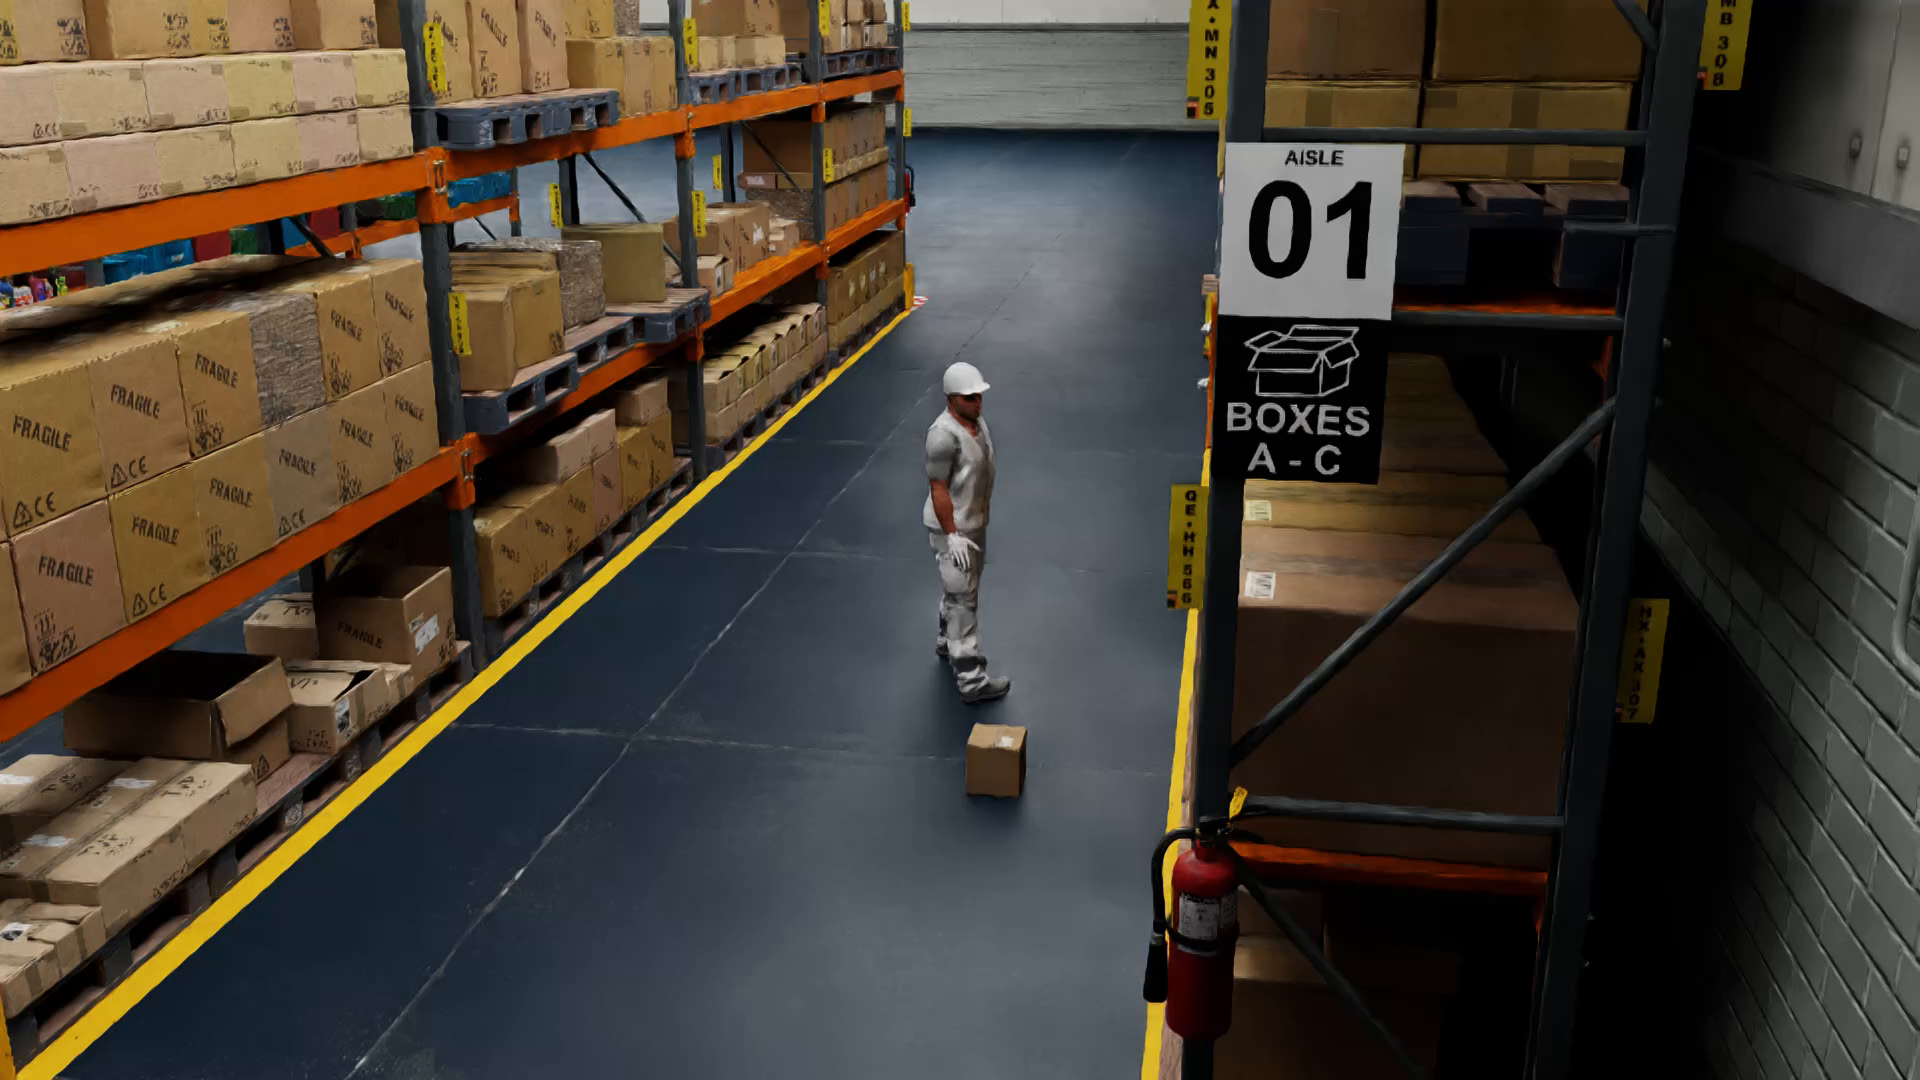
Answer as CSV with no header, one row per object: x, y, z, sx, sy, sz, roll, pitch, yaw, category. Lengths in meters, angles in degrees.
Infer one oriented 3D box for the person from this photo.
0.037,-0.080,8.767,0.569,1.780,0.650,7,19,21,person
